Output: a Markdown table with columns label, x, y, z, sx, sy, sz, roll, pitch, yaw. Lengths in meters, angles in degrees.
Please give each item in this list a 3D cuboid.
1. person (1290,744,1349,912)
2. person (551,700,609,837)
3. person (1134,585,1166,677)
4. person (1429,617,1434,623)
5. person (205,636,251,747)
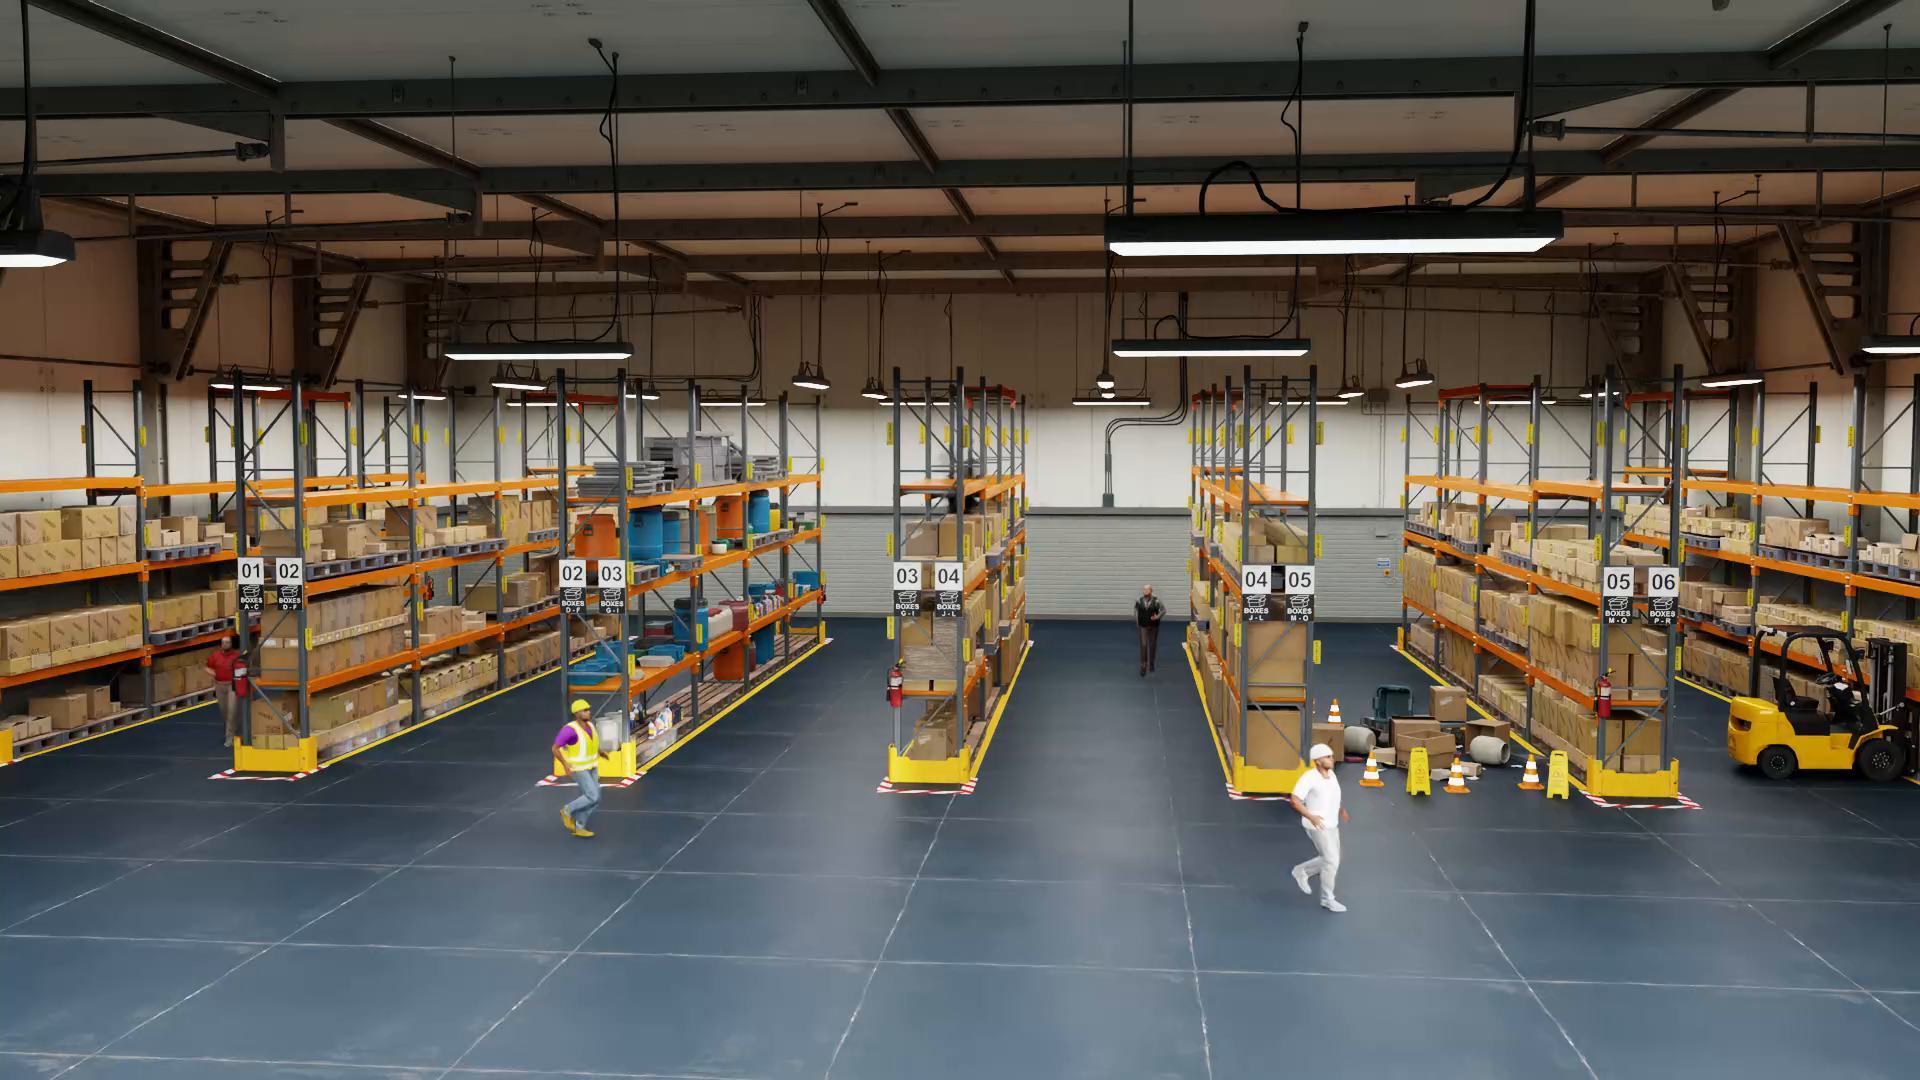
| label | x | y | z | sx | sy | sz | roll | pitch | yaw |
| --- | --- | --- | --- | --- | --- | --- | --- | --- | --- |
| person | 3.800 | 3.033 | 17.696 | 0.714 | 1.746 | 0.708 | 3 | 5 | 42 |
| person | -4.678 | 2.850 | 20.737 | 0.575 | 1.720 | 0.698 | 2 | 4 | 24 |
| person | 3.813 | 1.802 | 33.426 | 0.668 | 1.819 | 0.701 | 1 | 4 | 12 |
| person | 11.533 | 1.728 | 40.055 | 0.541 | 1.612 | 0.658 | 3 | 5 | 42 |
| person | -11.990 | 2.441 | 27.202 | 0.647 | 1.752 | 0.919 | 0 | 4 | -8 |
